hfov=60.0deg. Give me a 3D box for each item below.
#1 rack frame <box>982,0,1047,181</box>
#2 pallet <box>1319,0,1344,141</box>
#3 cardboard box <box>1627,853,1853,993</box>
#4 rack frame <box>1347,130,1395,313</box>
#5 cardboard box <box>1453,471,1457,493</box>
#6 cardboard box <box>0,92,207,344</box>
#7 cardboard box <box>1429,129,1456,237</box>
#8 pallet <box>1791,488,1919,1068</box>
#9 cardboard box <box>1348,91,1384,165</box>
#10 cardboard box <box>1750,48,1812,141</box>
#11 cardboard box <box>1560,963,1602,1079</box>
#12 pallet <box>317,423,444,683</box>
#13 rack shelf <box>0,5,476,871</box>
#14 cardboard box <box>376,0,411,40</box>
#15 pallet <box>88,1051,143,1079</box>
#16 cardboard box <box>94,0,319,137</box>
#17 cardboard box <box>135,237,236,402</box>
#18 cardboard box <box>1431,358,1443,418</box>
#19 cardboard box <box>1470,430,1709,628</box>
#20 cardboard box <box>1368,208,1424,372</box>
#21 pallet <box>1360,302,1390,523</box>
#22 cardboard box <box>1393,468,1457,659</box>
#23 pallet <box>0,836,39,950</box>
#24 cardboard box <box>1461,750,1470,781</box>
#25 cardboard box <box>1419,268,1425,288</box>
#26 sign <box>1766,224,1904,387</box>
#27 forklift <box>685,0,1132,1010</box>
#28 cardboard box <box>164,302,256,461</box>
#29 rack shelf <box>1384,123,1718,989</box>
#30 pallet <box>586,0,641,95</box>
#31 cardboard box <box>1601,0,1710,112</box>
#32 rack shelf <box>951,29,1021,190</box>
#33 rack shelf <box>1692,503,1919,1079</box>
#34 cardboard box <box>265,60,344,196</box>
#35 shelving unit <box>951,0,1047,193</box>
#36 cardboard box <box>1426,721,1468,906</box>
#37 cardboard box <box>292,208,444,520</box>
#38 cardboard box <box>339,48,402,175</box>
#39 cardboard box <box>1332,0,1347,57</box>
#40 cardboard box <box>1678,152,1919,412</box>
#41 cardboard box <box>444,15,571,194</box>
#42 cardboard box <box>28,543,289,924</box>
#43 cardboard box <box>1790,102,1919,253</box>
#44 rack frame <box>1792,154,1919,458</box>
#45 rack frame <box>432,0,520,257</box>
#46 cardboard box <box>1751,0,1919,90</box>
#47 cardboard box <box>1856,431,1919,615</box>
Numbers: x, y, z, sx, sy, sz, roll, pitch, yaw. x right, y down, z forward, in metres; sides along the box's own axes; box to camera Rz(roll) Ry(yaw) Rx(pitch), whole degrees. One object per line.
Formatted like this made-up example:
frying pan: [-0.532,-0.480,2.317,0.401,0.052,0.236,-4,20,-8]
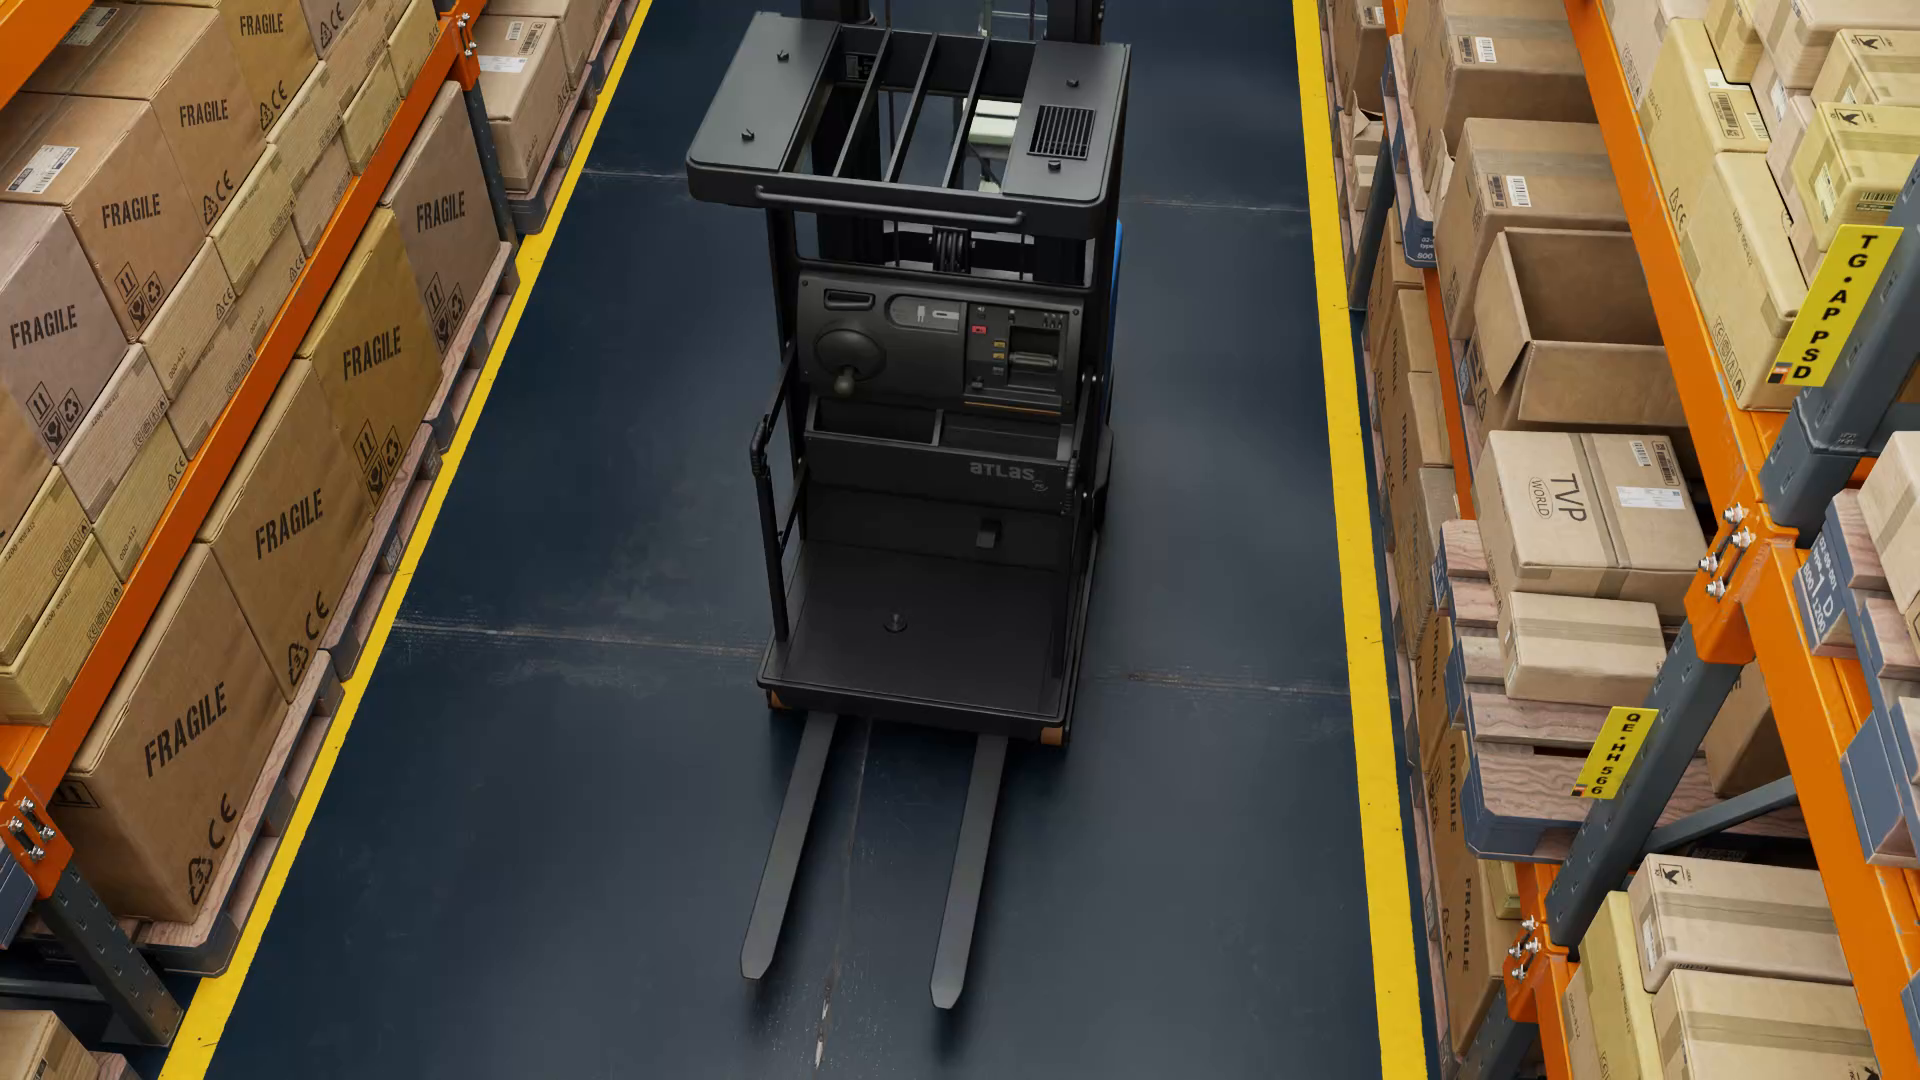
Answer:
rack frame: [0.296,-1.711,7.298,0.400,1.500,0.023,7,48,6]
pallet: [2.482,-2.548,8.938,1.003,0.211,1.213,4,48,4]
cardboard box: [1.623,0.815,3.464,0.380,0.149,0.250,5,48,5]
rack frame: [2.310,-2.086,6.625,1.000,3.000,0.127,4,48,4]
cardboard box: [1.960,-0.193,5.864,0.380,0.149,0.250,4,48,4]
cardboard box: [-2.612,-0.939,4.831,0.500,0.500,0.500,5,48,5]
cardboard box: [1.801,-1.187,5.610,0.396,0.266,0.258,6,48,5]
pallet: [1.972,0.410,2.438,1.213,0.211,1.003,6,48,5]
cardboard box: [2.100,-1.996,8.111,0.396,0.266,0.258,5,48,5]
cardboard box: [1.830,-0.900,3.339,0.380,0.149,0.250,5,48,4]
cardboard box: [1.661,1.214,3.709,0.500,0.250,0.500,4,48,4]
pallet: [-2.738,-0.005,6.611,1.003,0.211,1.213,4,48,4]
rack shelf: [-2.816,-0.705,5.849,1.077,0.370,4.000,4,48,4]
cardboard box: [-2.432,-2.195,6.487,0.500,0.250,0.500,4,48,3]
pallet: [-3.071,2.038,4.743,1.003,0.211,1.213,4,48,4]
cardboard box: [-2.530,-1.691,5.519,0.500,0.500,0.500,5,48,5]
cardboard box: [-2.600,-0.697,5.117,0.500,0.250,0.500,4,48,3]
cardboard box: [1.980,-0.576,6.214,0.380,0.149,0.250,4,48,3]
cardboard box: [1.719,-0.035,4.566,0.500,0.250,0.500,2,48,2]
cardboard box: [2.041,-1.044,7.081,0.500,0.500,0.500,6,48,5]
pallet: [2.273,-0.544,7.105,1.003,0.211,1.213,4,48,4]
cardboard box: [1.899,0.095,6.039,0.500,0.500,0.500,2,48,2]
pallet: [-2.957,1.118,3.825,1.213,0.211,1.003,4,48,4]
cardboard box: [1.732,0.754,4.998,0.380,0.149,0.250,2,48,2]
cardboard box: [2.064,-1.149,6.737,0.380,0.149,0.250,3,48,2]
sign: [1.405,-0.371,2.674,0.100,0.325,0.005,4,48,4]
forklift: [-8.745,-2.528,6.937,19.036,3.140,5.327,7,48,6]
cardboard box: [-2.620,-0.533,5.307,0.500,0.250,0.500,5,48,5]
rack shelf: [2.127,-0.373,5.546,1.077,0.370,4.000,4,48,4]
pallet: [-2.378,-2.928,9.285,1.003,0.211,1.213,4,48,4]
cardboard box: [1.840,-1.239,3.919,0.500,0.250,0.500,4,48,4]
rack shelf: [0.235,-1.708,6.766,0.431,0.370,0.720,7,48,6]
rack shelf: [1.763,1.554,1.751,1.077,0.370,4.000,4,48,4]
cardboard box: [-2.511,-1.446,5.803,0.500,0.250,0.500,5,48,4]
shelving unit: [0.235,-1.444,7.054,0.431,1.500,0.755,7,48,6]
cardboard box: [1.825,0.863,5.337,0.500,0.500,0.500,3,48,3]
cardboard box: [-2.685,-0.716,6.528,0.875,0.875,0.875,5,48,5]
cardboard box: [-2.471,-1.646,6.324,0.500,0.250,0.500,3,48,3]
cardboard box: [2.260,-2.873,8.754,0.500,0.500,0.500,5,48,4]
cardboard box: [1.750,-0.502,3.245,0.500,0.250,0.500,2,48,2]
cardboard box: [-2.470,-2.148,8.134,0.875,0.438,0.875,3,48,3]
cardboard box: [-2.853,0.596,5.328,0.875,0.875,0.875,3,48,3]
cardboard box: [1.682,-0.616,2.878,0.380,0.149,0.250,5,48,5]
rack frame: [1.945,-1.171,1.723,1.000,3.000,0.127,4,48,4]
rack frame: [-2.634,-2.417,6.928,1.000,3.000,0.127,4,48,4]
cardboard box: [1.785,-1.001,3.230,0.380,0.149,0.250,2,48,2]
cardboard box: [1.611,-0.020,2.508,0.380,0.166,0.250,4,48,3]
